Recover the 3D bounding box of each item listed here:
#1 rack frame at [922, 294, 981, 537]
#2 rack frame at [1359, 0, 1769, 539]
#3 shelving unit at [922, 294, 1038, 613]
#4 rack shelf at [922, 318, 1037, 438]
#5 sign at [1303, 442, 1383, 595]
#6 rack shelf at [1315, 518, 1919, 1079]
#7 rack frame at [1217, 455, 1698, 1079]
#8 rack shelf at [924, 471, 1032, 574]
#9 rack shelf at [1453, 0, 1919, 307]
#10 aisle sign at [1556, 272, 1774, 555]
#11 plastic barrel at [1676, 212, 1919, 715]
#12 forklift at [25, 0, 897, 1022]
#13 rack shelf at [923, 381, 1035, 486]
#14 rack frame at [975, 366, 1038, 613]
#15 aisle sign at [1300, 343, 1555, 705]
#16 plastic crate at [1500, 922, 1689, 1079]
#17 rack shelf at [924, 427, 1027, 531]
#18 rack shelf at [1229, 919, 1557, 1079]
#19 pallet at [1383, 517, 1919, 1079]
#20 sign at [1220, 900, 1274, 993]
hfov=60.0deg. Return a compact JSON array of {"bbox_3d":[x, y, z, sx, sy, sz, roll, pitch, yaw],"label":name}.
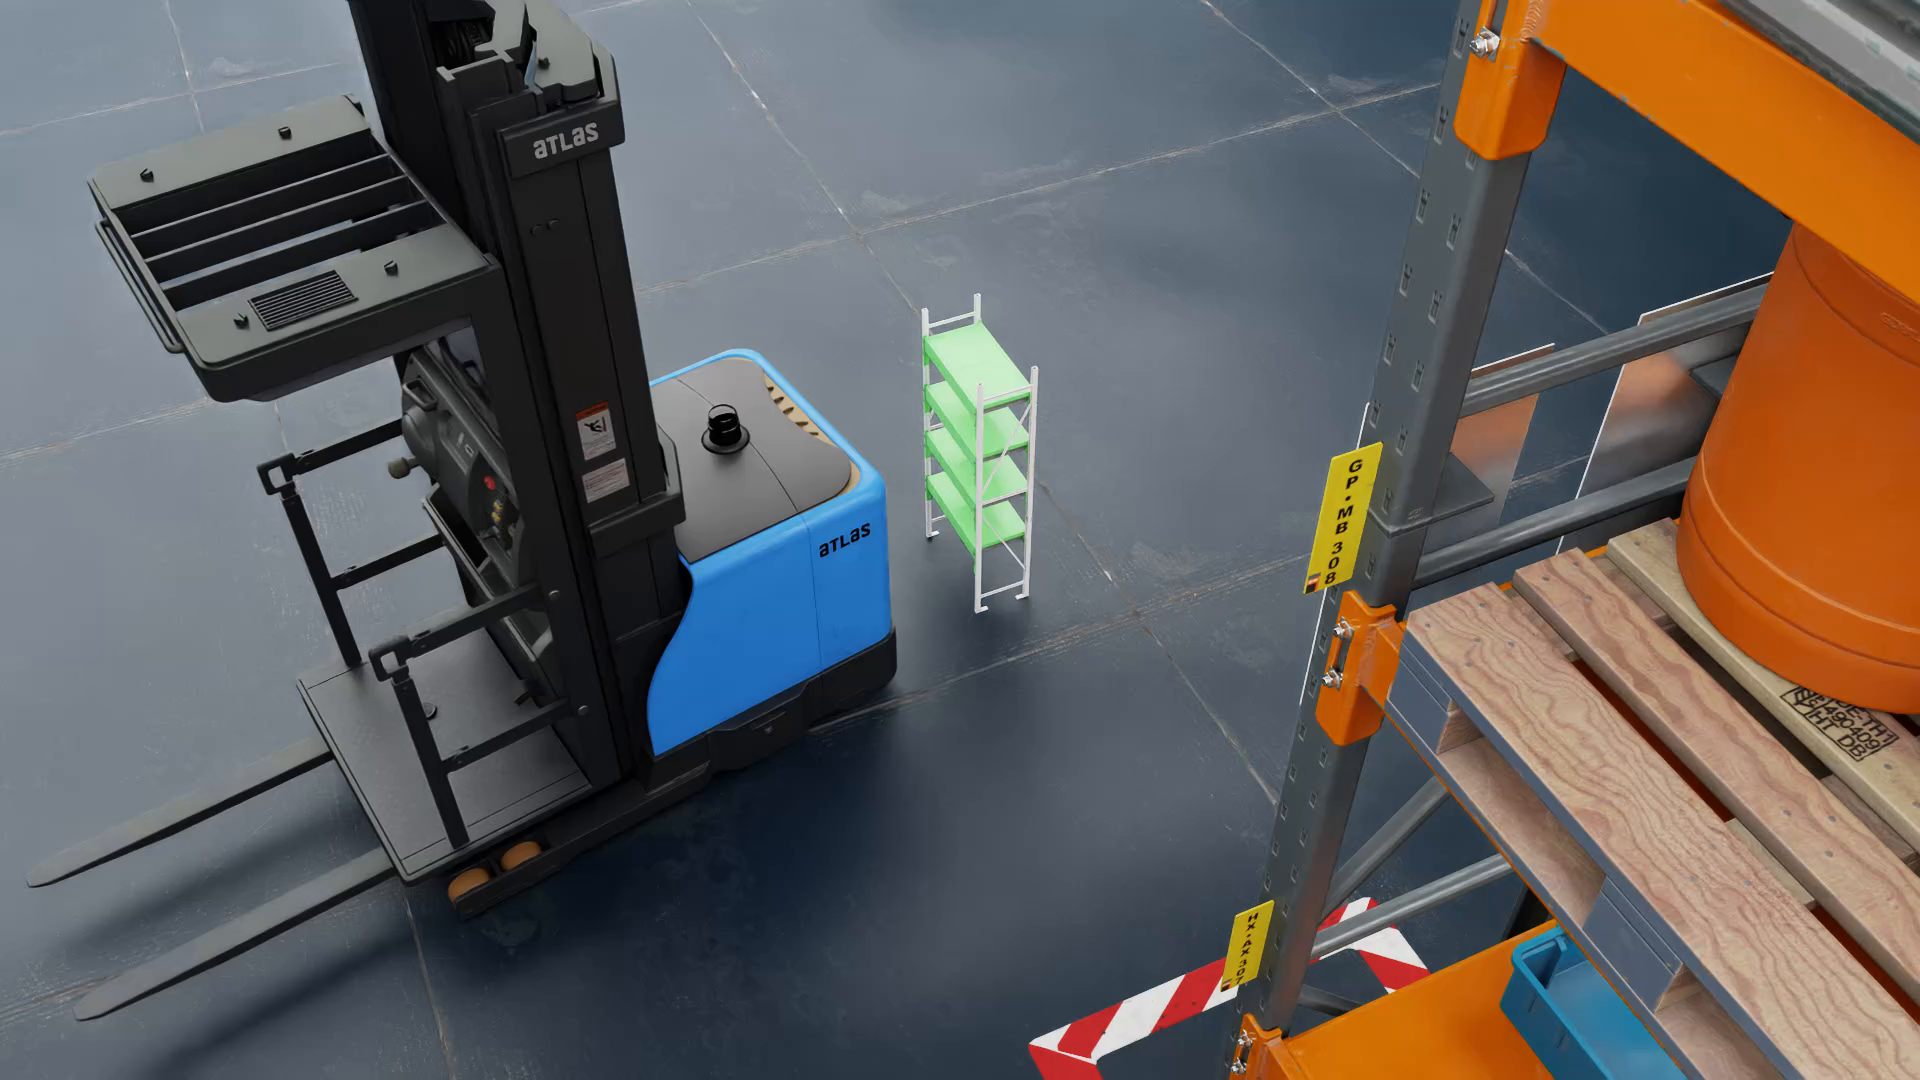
[{"bbox_3d":[-0.033,-0.477,6.748,0.240,1.200,0.015,-18,47,-17],"label":"rack frame"},{"bbox_3d":[1.161,-1.257,1.986,1.000,3.000,0.127,-18,47,-17],"label":"rack frame"},{"bbox_3d":[0.070,-0.322,6.591,0.258,1.200,0.503,-18,47,-17],"label":"shelving unit"},{"bbox_3d":[0.070,-0.618,6.298,0.258,0.148,0.480,-18,47,-17],"label":"rack shelf"},{"bbox_3d":[0.660,-0.033,2.875,0.100,0.325,0.005,-18,47,-17],"label":"sign"},{"bbox_3d":[2.002,1.341,2.001,1.077,0.370,4.000,-18,47,-17],"label":"rack shelf"},{"bbox_3d":[1.161,0.878,4.093,1.000,3.000,0.127,-18,47,-17],"label":"rack frame"},{"bbox_3d":[0.070,-0.105,6.804,0.258,0.148,0.480,-18,47,-17],"label":"rack shelf"},{"bbox_3d":[2.002,0.416,1.088,1.077,0.370,4.000,-18,47,-17],"label":"rack shelf"},{"bbox_3d":[1.401,-0.181,3.315,0.394,0.787,0.004,-18,47,-17],"label":"aisle sign"},{"bbox_3d":[1.481,-0.220,2.465,0.600,0.830,0.708,-18,47,-17],"label":"plastic barrel"},{"bbox_3d":[-1.745,-0.164,5.199,3.031,2.935,1.130,-26,50,-24],"label":"forklift"},{"bbox_3d":[0.070,-0.447,6.467,0.258,0.148,0.480,-18,47,-17],"label":"rack shelf"},{"bbox_3d":[0.172,-0.166,6.433,0.240,1.200,0.015,-18,47,-17],"label":"rack frame"},{"bbox_3d":[0.865,-0.007,3.139,0.394,0.787,0.004,-18,47,-17],"label":"aisle sign"},{"bbox_3d":[1.643,1.162,3.912,0.499,0.251,0.616,-18,47,-17],"label":"plastic crate"},{"bbox_3d":[0.070,-0.276,6.635,0.258,0.148,0.480,-18,47,-17],"label":"rack shelf"},{"bbox_3d":[2.002,2.409,3.054,1.077,0.370,4.000,-18,47,-17],"label":"rack shelf"},{"bbox_3d":[1.420,0.434,2.542,1.003,0.211,1.213,-18,47,-17],"label":"pallet"},{"bbox_3d":[0.660,0.939,3.834,0.100,0.325,0.005,-18,47,-17],"label":"sign"}]
